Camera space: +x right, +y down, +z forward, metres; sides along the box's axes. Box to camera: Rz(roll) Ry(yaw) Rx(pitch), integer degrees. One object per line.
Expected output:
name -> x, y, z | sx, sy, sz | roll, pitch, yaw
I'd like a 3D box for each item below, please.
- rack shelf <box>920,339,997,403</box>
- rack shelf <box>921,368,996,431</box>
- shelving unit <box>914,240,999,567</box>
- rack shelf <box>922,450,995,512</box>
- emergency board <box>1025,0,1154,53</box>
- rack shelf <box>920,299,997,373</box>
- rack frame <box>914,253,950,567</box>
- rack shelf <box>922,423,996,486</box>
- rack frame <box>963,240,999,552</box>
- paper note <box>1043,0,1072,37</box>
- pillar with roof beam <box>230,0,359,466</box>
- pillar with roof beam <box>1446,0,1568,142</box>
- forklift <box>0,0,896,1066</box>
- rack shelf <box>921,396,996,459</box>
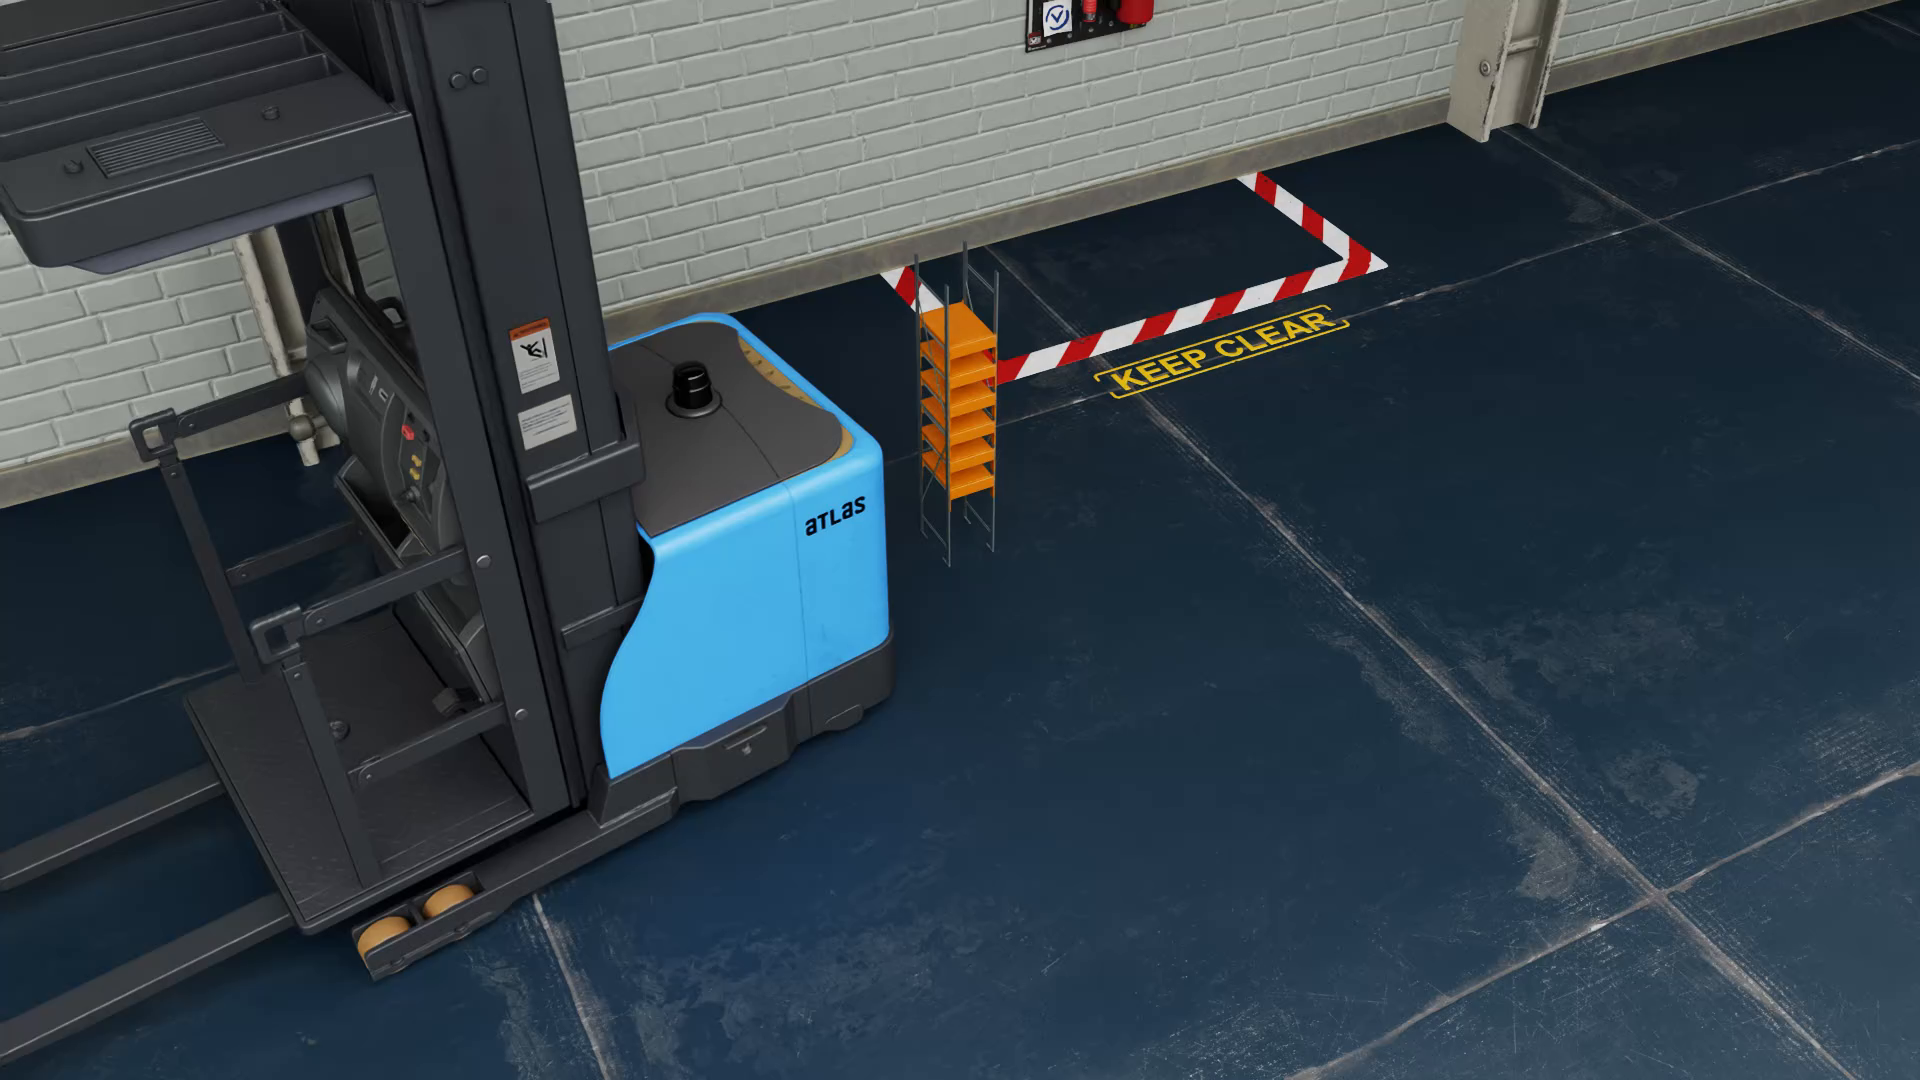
rack shelf -> -0.013, -0.603, 5.731 | 0.180, 0.103, 0.258 | -19, 44, -21
rack shelf -> -0.013, -0.511, 5.808 | 0.180, 0.103, 0.258 | -19, 44, -21
shelving unit -> -0.013, -0.454, 5.857 | 0.189, 1.200, 0.258 | -19, 44, -21
rack shelf -> -0.013, -0.237, 6.041 | 0.180, 0.103, 0.258 | -19, 44, -21
emergency board -> 0.621, -2.658, 7.068 | 0.643, 1.169, 0.194 | -19, 44, -21
rack shelf -> -0.013, -0.694, 5.653 | 0.180, 0.103, 0.258 | -19, 44, -21
rack frame -> -0.094, -0.426, 5.825 | 0.006, 1.200, 0.240 | -19, 44, -21
rack shelf -> -0.013, -0.328, 5.963 | 0.180, 0.103, 0.258 | -19, 44, -21
rack frame -> 0.068, -0.481, 5.890 | 0.006, 1.200, 0.240 | -19, 44, -21
paper note -> 0.432, -2.308, 7.337 | 0.142, 0.148, 0.016 | -19, 44, -21
pillar with roof beam -> -0.502, -1.405, 0.945 | 0.400, 9.000, 9.100 | -19, 44, -21
pillar with roof beam -> 4.819, -3.196, 3.061 | 0.400, 9.000, 9.100 | -19, 44, -21
forklift -> -1.703, -0.263, 4.292 | 3.031, 2.935, 1.130 | -25, 46, -27
rack shelf -> -0.013, -0.420, 5.886 | 0.180, 0.103, 0.258 | -19, 44, -21
